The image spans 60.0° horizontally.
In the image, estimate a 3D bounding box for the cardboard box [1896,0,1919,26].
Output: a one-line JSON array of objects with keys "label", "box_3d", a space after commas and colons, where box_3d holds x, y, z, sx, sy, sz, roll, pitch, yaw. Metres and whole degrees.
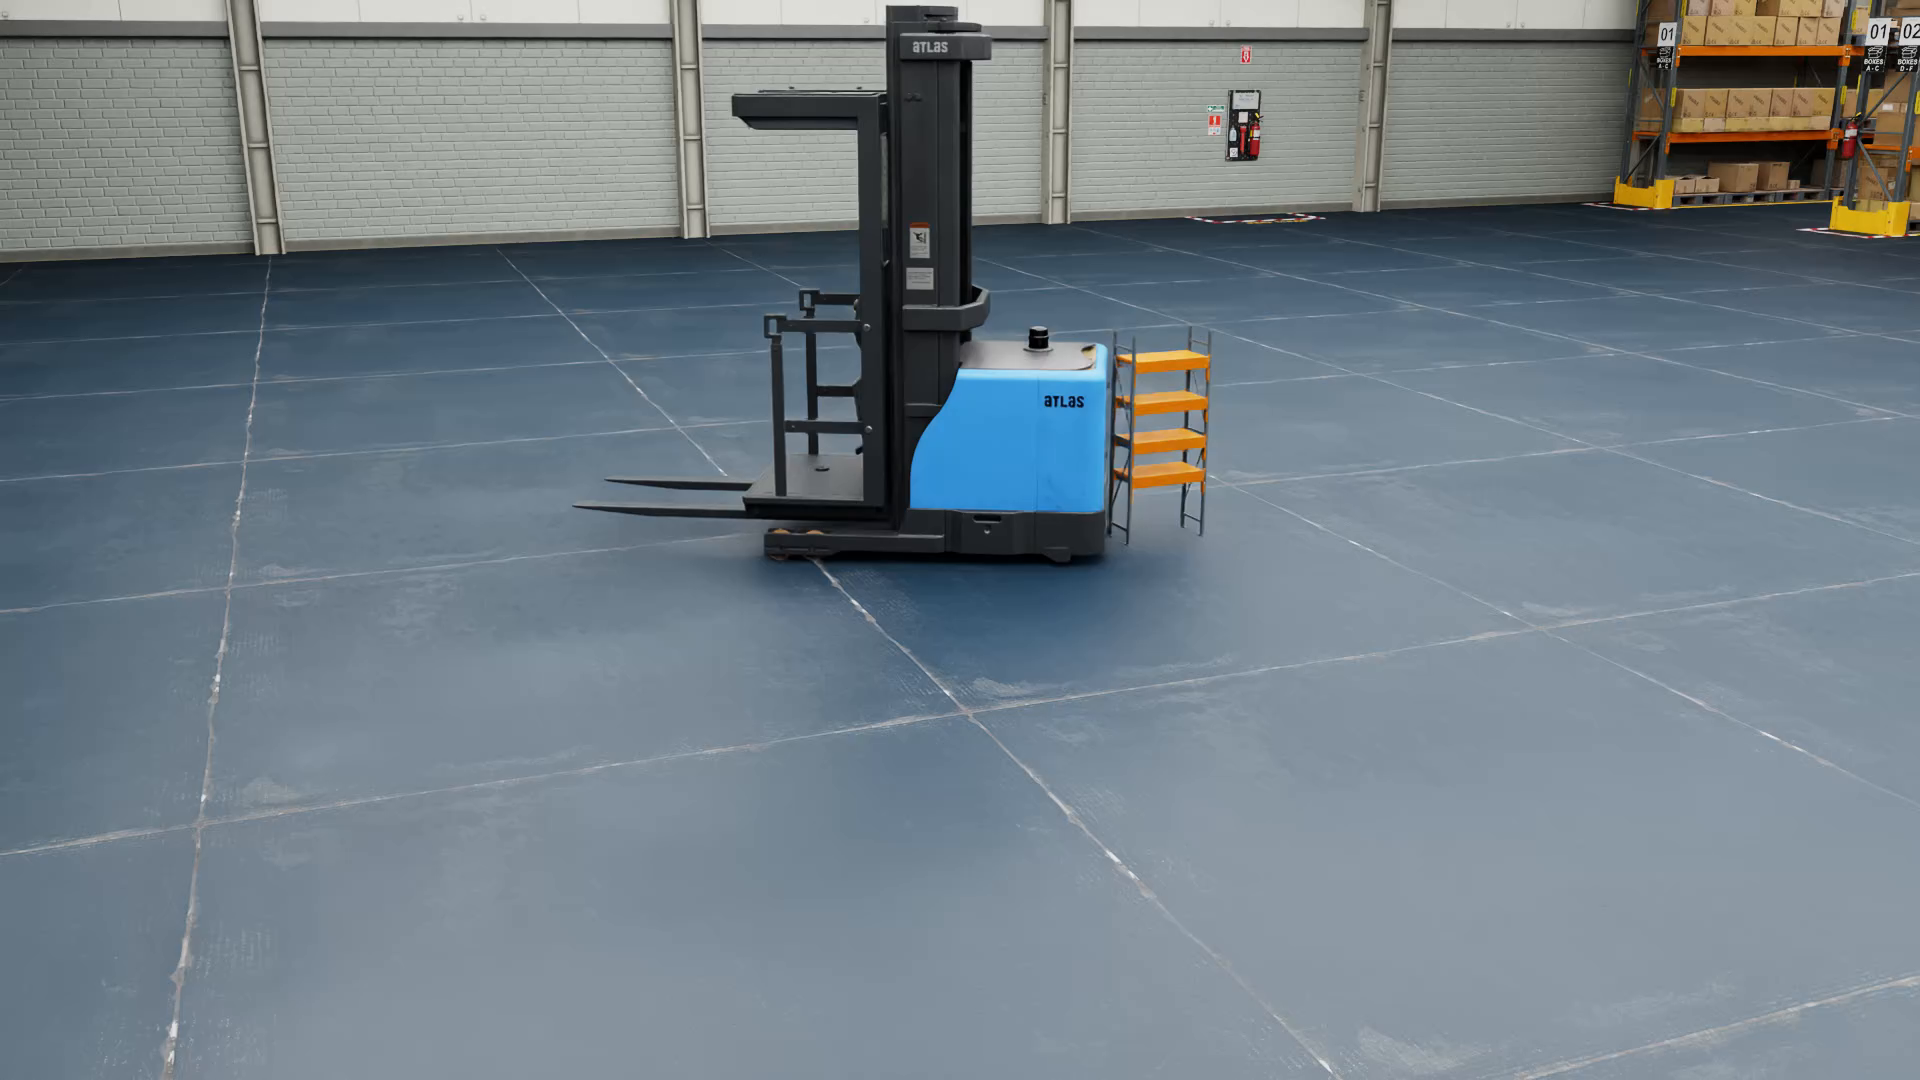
[{"label": "cardboard box", "box_3d": [14.748, -8.080, 25.289, 0.637, 0.503, 0.797, -5, 17, -16]}]

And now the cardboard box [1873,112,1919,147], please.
[{"label": "cardboard box", "box_3d": [14.650, -6.357, 25.746, 0.500, 0.500, 0.700, -6, 17, -20]}]

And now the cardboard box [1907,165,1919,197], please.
[{"label": "cardboard box", "box_3d": [15.533, -5.745, 26.641, 0.500, 0.500, 0.500, -6, 17, -20]}]

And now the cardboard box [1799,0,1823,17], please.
[{"label": "cardboard box", "box_3d": [15.287, -9.768, 30.227, 0.500, 0.500, 0.500, -5, 17, -17]}]

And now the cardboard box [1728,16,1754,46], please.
[{"label": "cardboard box", "box_3d": [13.833, -9.132, 29.834, 0.500, 0.500, 0.500, -5, 17, -18]}]

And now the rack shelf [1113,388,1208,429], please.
[{"label": "rack shelf", "box_3d": [1.139, -0.749, 9.464, 0.480, 0.148, 0.258, -7, 18, -23]}]

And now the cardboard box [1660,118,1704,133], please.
[{"label": "cardboard box", "box_3d": [13.003, -7.472, 29.949, 0.500, 0.250, 0.500, -7, 18, -22]}]

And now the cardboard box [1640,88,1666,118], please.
[{"label": "cardboard box", "box_3d": [12.798, -7.970, 30.313, 0.500, 0.500, 0.500, -6, 18, -21]}]

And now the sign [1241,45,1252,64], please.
[{"label": "sign", "box_3d": [4.811, -8.160, 27.949, 0.199, 0.298, 0.001, -6, 17, -20]}]

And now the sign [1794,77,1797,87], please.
[{"label": "sign", "box_3d": [15.967, -8.673, 31.754, 0.005, 0.325, 0.100, -6, 17, -20]}]

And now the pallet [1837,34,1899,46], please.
[{"label": "pallet", "box_3d": [16.784, -9.355, 31.142, 1.003, 0.211, 1.213, -6, 17, -20]}]

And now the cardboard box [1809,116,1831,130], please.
[{"label": "cardboard box", "box_3d": [15.835, -7.782, 31.006, 0.500, 0.250, 0.500, -6, 17, -20]}]

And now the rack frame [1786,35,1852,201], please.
[{"label": "rack frame", "box_3d": [16.169, -7.972, 31.421, 0.127, 3.000, 1.000, -6, 17, -20]}]

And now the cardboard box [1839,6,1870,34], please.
[{"label": "cardboard box", "box_3d": [16.708, -9.695, 31.042, 0.500, 0.500, 0.500, -4, 17, -12]}]

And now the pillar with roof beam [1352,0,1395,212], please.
[{"label": "pillar with roof beam", "box_3d": [8.716, -9.008, 24.301, 0.400, 9.000, 9.100, -6, 17, -20]}]

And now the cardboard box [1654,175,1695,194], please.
[{"label": "cardboard box", "box_3d": [13.112, -6.536, 30.522, 0.500, 0.311, 0.500, -8, 18, -26]}]

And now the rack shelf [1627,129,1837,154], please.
[{"label": "rack shelf", "box_3d": [14.301, -7.425, 30.836, 4.000, 0.370, 1.077, -6, 17, -20]}]

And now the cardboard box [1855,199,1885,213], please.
[{"label": "cardboard box", "box_3d": [14.605, -5.280, 26.388, 0.500, 0.250, 0.500, -6, 17, -20]}]

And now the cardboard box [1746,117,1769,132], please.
[{"label": "cardboard box", "box_3d": [14.433, -7.628, 30.482, 0.500, 0.250, 0.500, -6, 17, -20]}]

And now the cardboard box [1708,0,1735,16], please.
[{"label": "cardboard box", "box_3d": [13.367, -9.557, 29.509, 0.500, 0.500, 0.500, -6, 18, -21]}]

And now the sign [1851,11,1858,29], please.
[{"label": "sign", "box_3d": [16.370, -9.517, 30.442, 0.005, 0.325, 0.100, -6, 17, -20]}]

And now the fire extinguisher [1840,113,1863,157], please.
[{"label": "fire extinguisher", "box_3d": [13.933, -6.339, 25.998, 0.183, 0.674, 0.296, -6, 17, -20]}]

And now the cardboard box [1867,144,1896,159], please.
[{"label": "cardboard box", "box_3d": [17.745, -7.521, 32.210, 0.500, 0.250, 0.500, -7, 18, -22]}]

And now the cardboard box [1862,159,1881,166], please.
[{"label": "cardboard box", "box_3d": [17.315, -7.128, 32.202, 0.500, 0.500, 0.700, -7, 18, -21]}]

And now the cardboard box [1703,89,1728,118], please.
[{"label": "cardboard box", "box_3d": [13.452, -7.882, 30.016, 0.500, 0.500, 0.500, -6, 17, -20]}]

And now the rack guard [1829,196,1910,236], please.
[{"label": "rack guard", "box_3d": [14.187, -5.064, 25.955, 0.348, 0.500, 1.175, -6, 17, -20]}]

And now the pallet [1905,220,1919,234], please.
[{"label": "pallet", "box_3d": [14.909, -5.016, 26.304, 1.213, 0.211, 1.003, -6, 17, -20]}]

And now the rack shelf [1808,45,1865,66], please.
[{"label": "rack shelf", "box_3d": [18.037, -9.268, 31.787, 4.000, 0.370, 1.077, -6, 17, -20]}]

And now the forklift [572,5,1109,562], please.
[{"label": "forklift", "box_3d": [-0.672, -1.438, 9.294, 3.031, 2.935, 1.130, 2, 16, 5]}]

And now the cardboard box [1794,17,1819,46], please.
[{"label": "cardboard box", "box_3d": [15.309, -9.305, 30.425, 0.500, 0.500, 0.500, -8, 18, -25]}]

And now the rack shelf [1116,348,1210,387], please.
[{"label": "rack shelf", "box_3d": [1.139, -0.976, 9.397, 0.480, 0.148, 0.258, -7, 18, -23]}]

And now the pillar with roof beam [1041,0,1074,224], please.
[{"label": "pillar with roof beam", "box_3d": [3.113, -8.403, 22.241, 0.400, 9.000, 9.100, -6, 17, -20]}]

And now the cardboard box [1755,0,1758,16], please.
[{"label": "cardboard box", "box_3d": [14.189, -9.808, 30.363, 0.500, 0.500, 0.500, -6, 17, -20]}]

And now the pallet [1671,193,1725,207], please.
[{"label": "pallet", "box_3d": [13.276, -6.311, 30.714, 1.213, 0.211, 1.003, -6, 17, -20]}]

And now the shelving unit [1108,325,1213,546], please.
[{"label": "shelving unit", "box_3d": [1.139, -0.599, 9.508, 0.503, 1.200, 0.258, -7, 18, -23]}]

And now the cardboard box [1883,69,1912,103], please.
[{"label": "cardboard box", "box_3d": [14.700, -6.985, 25.581, 0.500, 0.500, 0.700, -6, 17, -20]}]

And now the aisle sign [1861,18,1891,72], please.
[{"label": "aisle sign", "box_3d": [14.043, -7.584, 25.485, 0.004, 0.787, 0.394, -6, 17, -20]}]

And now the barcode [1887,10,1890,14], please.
[{"label": "barcode", "box_3d": [14.319, -8.141, 25.642, 0.075, 0.075, 0.001, -6, 17, -20]}]

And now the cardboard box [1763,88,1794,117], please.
[{"label": "cardboard box", "box_3d": [14.900, -8.041, 30.555, 0.500, 0.500, 0.500, -7, 18, -22]}]

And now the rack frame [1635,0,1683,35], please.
[{"label": "rack frame", "box_3d": [12.434, -10.447, 29.203, 0.127, 3.000, 1.000, -6, 17, -20]}]

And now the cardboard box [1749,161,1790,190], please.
[{"label": "cardboard box", "box_3d": [15.214, -6.868, 31.319, 0.500, 0.500, 0.500, -8, 18, -24]}]

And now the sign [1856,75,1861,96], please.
[{"label": "sign", "box_3d": [14.029, -7.079, 25.906, 0.005, 0.325, 0.100, -6, 17, -20]}]
